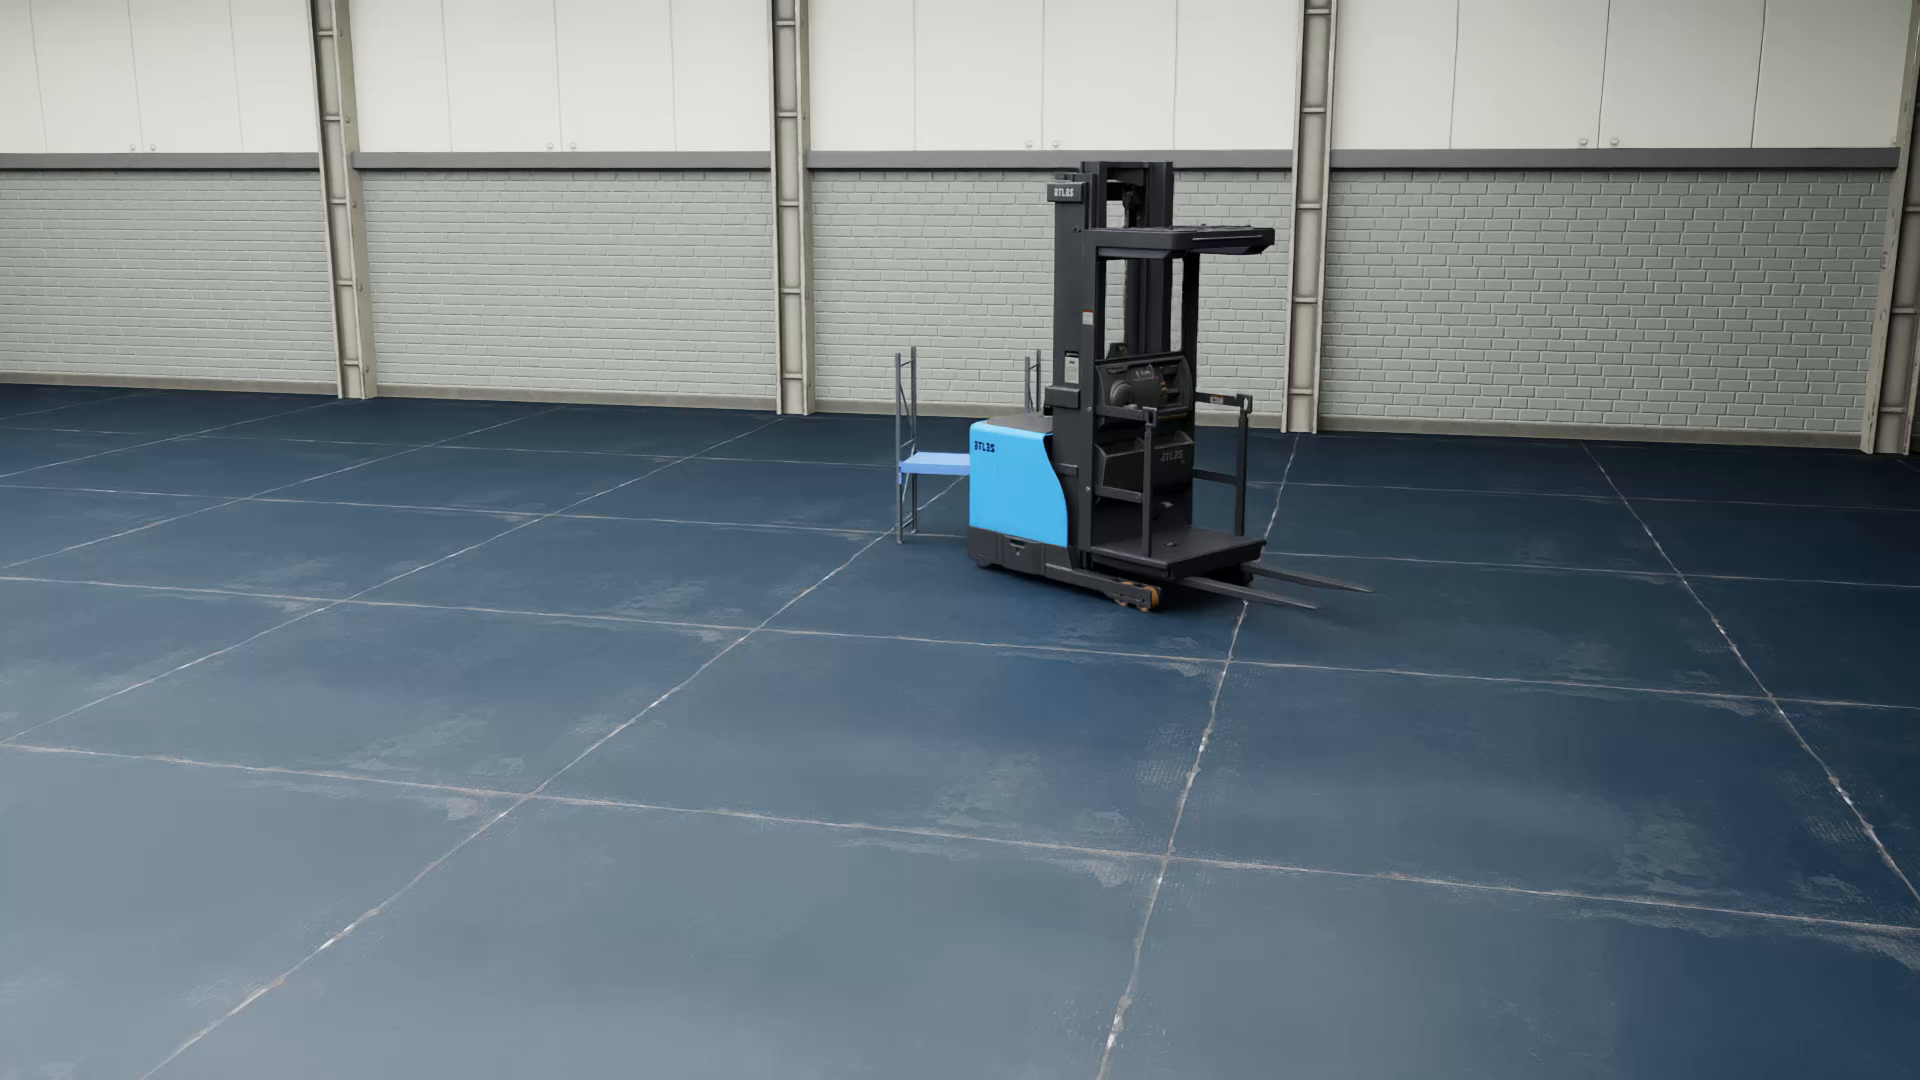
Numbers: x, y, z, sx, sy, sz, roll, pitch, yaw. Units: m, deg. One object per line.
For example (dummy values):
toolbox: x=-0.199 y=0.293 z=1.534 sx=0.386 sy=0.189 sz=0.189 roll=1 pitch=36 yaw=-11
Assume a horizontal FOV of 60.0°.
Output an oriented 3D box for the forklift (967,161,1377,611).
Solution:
forklift: x=1.424 y=-1.080 z=11.336 sx=1.130 sy=2.935 sz=3.031 roll=-11 pitch=17 yaw=-41

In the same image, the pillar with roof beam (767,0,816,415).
pillar with roof beam: x=-3.019 y=-5.033 z=15.142 sx=0.400 sy=9.000 sz=9.100 roll=3 pitch=13 yaw=14

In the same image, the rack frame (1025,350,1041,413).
rack frame: x=0.564 y=-0.704 z=12.946 sx=0.032 sy=1.500 sz=0.500 roll=3 pitch=13 yaw=13

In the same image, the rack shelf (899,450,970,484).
rack shelf: x=0.070 y=-0.555 z=13.103 sx=1.000 sy=0.185 sz=0.538 roll=3 pitch=13 yaw=13

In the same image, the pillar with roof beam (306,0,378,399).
pillar with roof beam: x=-8.844 y=-5.344 z=16.545 sx=0.400 sy=9.000 sz=9.100 roll=3 pitch=13 yaw=14

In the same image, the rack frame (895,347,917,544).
rack frame: x=-0.424 y=-0.757 z=13.181 sx=0.032 sy=1.500 sz=0.500 roll=3 pitch=13 yaw=13

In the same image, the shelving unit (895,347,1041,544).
shelving unit: x=0.070 y=-0.731 z=13.064 sx=1.048 sy=1.500 sz=0.538 roll=3 pitch=13 yaw=13

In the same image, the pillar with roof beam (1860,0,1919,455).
pillar with roof beam: x=8.631 y=-4.410 z=12.335 sx=0.400 sy=9.000 sz=9.100 roll=3 pitch=13 yaw=14

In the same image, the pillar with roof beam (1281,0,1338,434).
pillar with roof beam: x=2.806 y=-4.721 z=13.739 sx=0.400 sy=9.000 sz=9.100 roll=3 pitch=13 yaw=14
